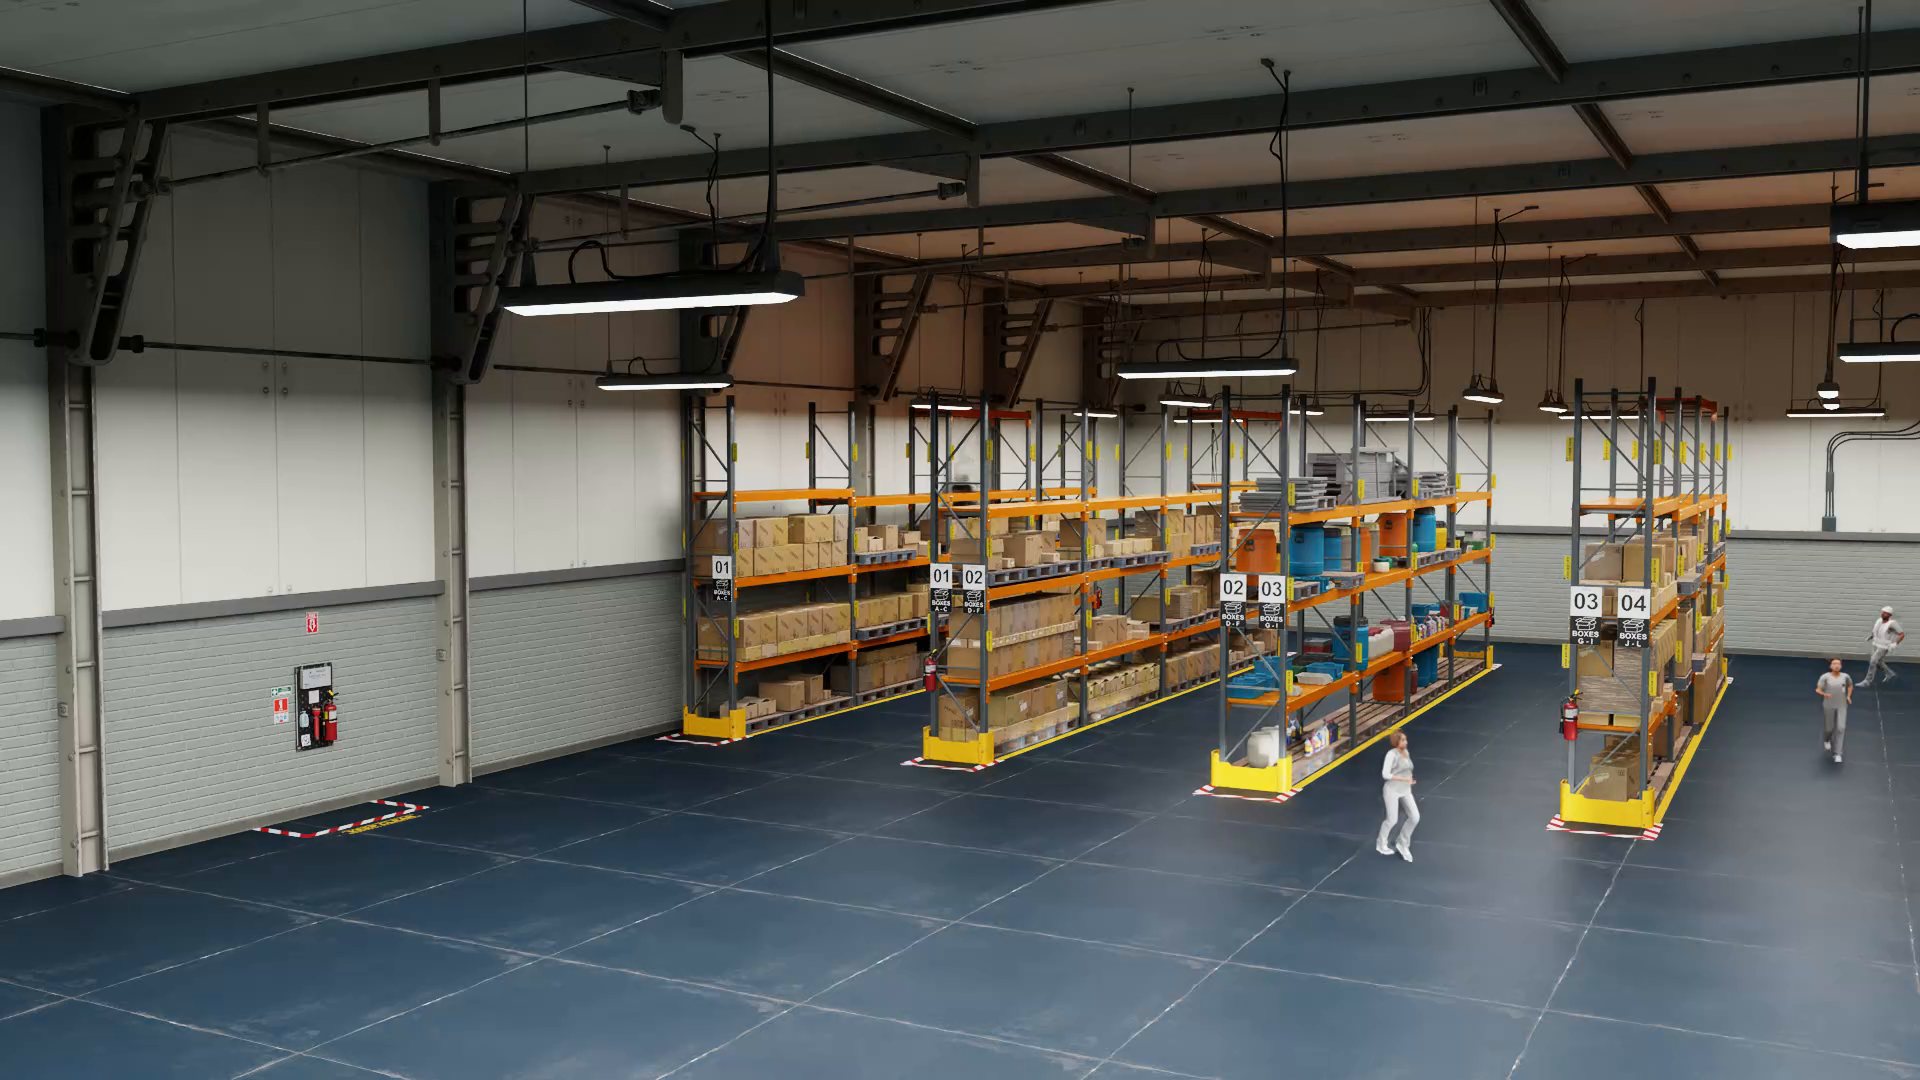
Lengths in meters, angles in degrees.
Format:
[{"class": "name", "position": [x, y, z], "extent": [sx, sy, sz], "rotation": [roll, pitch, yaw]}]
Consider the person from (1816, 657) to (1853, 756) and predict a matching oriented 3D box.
[{"class": "person", "position": [14.265, 2.691, 27.124], "extent": [0.568, 1.578, 0.770], "rotation": [1, 3, 18]}]

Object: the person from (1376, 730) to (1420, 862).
[{"class": "person", "position": [5.367, 3.147, 20.376], "extent": [0.532, 1.592, 0.678], "rotation": [-2, 3, -30]}]

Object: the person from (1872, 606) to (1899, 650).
[{"class": "person", "position": [19.546, 1.857, 35.178], "extent": [0.338, 0.918, 0.487], "rotation": [0, 3, -7]}]
